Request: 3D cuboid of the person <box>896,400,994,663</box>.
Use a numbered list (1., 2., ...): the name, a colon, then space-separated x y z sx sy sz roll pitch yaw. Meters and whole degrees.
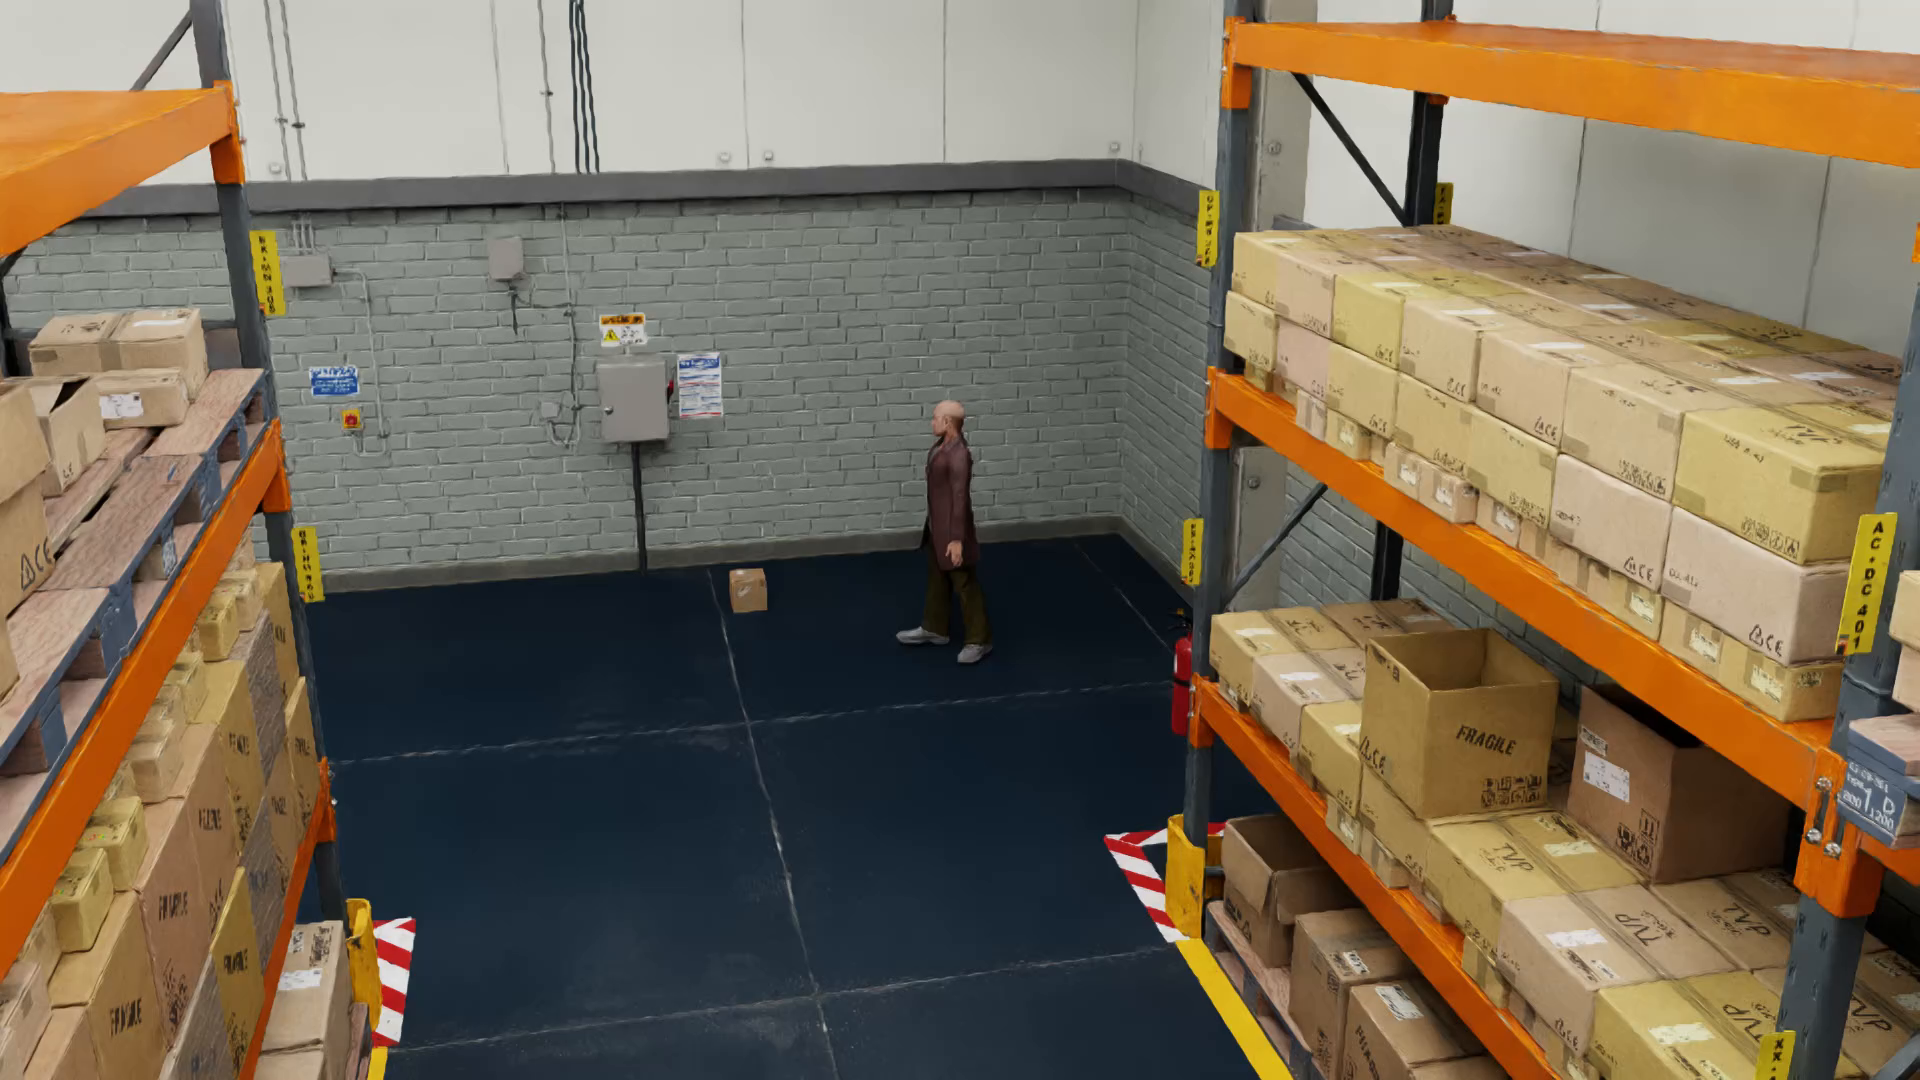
1. person: -0.108 -0.091 11.300 0.637 1.776 0.738 -4 20 -10
